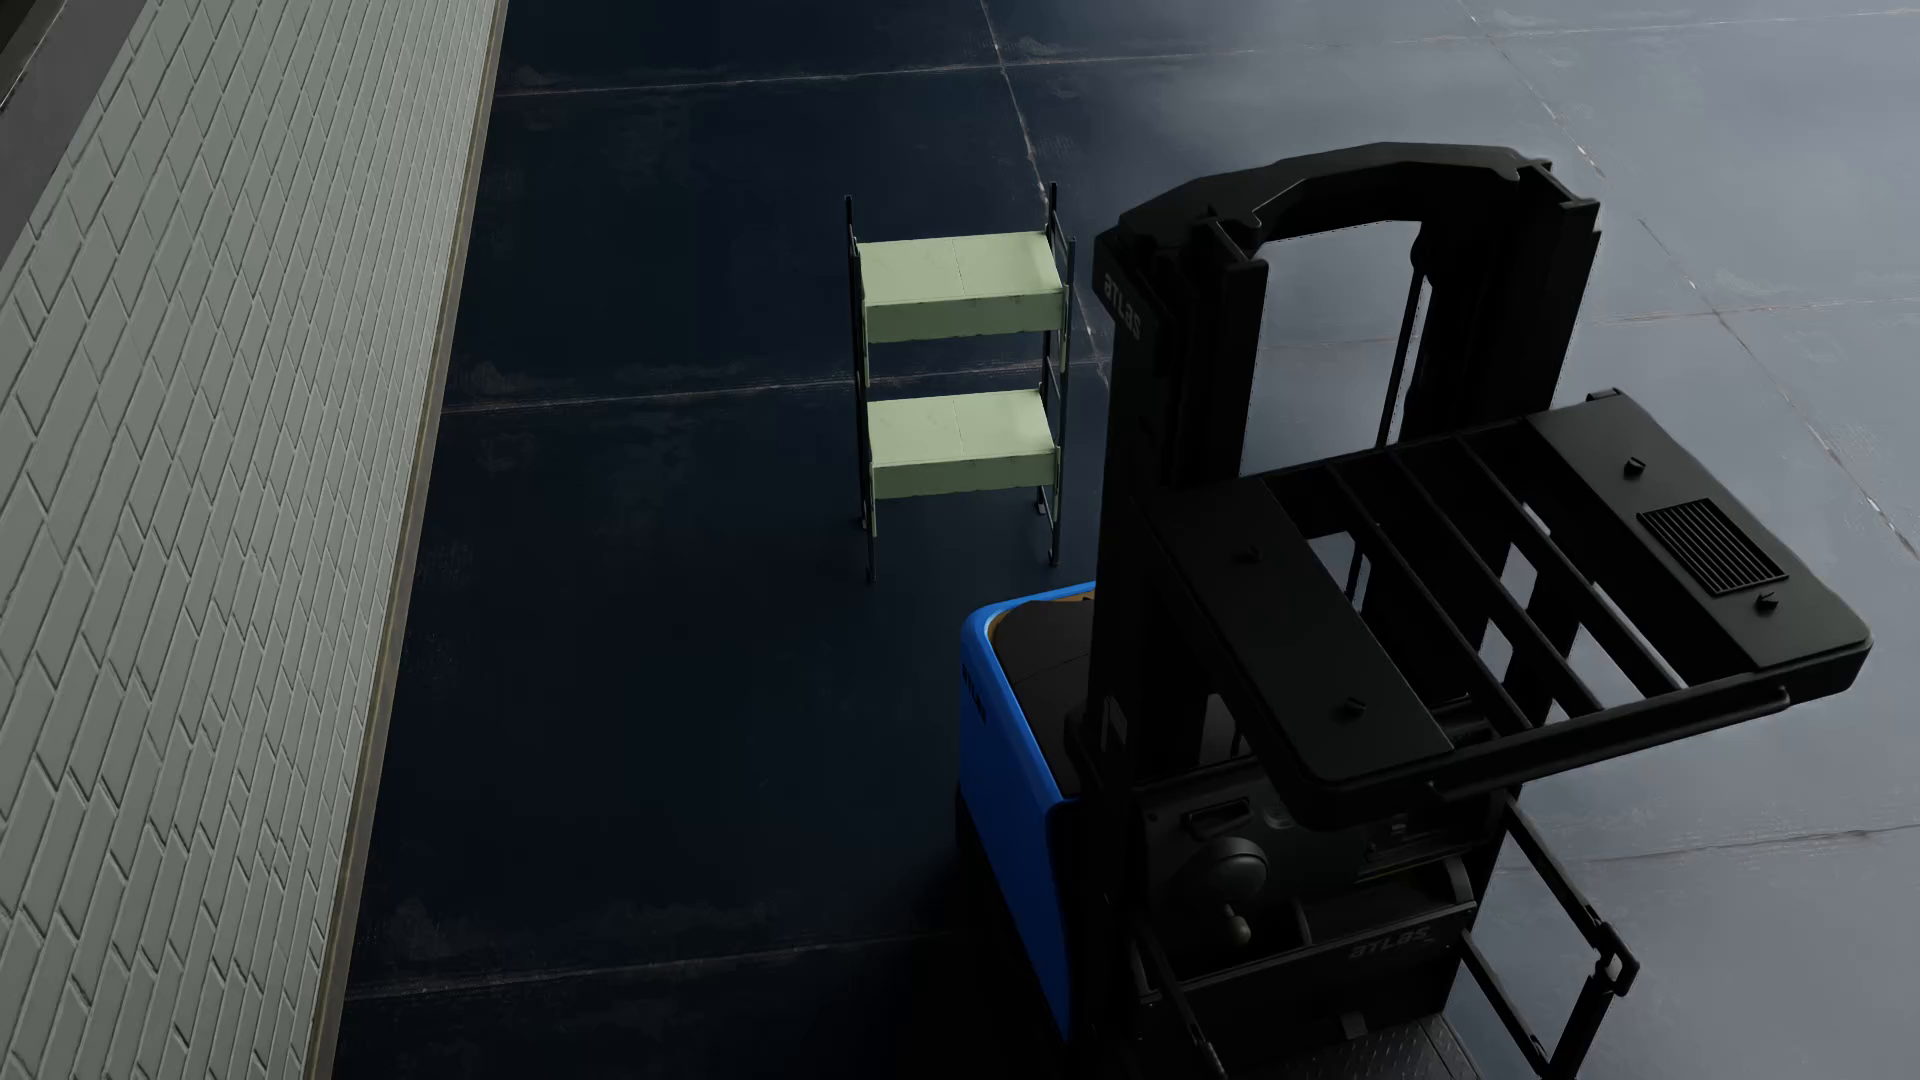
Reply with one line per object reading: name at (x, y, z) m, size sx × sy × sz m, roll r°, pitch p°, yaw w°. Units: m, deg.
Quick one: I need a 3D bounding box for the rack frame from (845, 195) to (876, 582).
rack frame at (-0.370, -0.525, 6.212) m, size 0.023 × 1.500 × 0.400 m, roll -5°, pitch 42°, yaw -6°

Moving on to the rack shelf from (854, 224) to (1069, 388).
rack shelf at (-0.007, -0.846, 5.986) m, size 0.720 × 0.370 × 0.431 m, roll -5°, pitch 42°, yaw -6°

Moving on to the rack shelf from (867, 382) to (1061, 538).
rack shelf at (-0.007, -0.314, 6.465) m, size 0.720 × 0.370 × 0.431 m, roll -5°, pitch 42°, yaw -6°

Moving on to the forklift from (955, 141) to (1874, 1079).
forklift at (0.926, 0.756, 3.723) m, size 1.130 × 2.935 × 3.031 m, roll -12°, pitch 43°, yaw -13°

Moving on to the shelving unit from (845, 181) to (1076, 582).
shelving unit at (-0.007, -0.556, 6.247) m, size 0.755 × 1.500 × 0.431 m, roll -5°, pitch 42°, yaw -6°

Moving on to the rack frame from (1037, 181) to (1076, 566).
rack frame at (0.356, -0.588, 6.282) m, size 0.023 × 1.500 × 0.400 m, roll -5°, pitch 42°, yaw -6°
